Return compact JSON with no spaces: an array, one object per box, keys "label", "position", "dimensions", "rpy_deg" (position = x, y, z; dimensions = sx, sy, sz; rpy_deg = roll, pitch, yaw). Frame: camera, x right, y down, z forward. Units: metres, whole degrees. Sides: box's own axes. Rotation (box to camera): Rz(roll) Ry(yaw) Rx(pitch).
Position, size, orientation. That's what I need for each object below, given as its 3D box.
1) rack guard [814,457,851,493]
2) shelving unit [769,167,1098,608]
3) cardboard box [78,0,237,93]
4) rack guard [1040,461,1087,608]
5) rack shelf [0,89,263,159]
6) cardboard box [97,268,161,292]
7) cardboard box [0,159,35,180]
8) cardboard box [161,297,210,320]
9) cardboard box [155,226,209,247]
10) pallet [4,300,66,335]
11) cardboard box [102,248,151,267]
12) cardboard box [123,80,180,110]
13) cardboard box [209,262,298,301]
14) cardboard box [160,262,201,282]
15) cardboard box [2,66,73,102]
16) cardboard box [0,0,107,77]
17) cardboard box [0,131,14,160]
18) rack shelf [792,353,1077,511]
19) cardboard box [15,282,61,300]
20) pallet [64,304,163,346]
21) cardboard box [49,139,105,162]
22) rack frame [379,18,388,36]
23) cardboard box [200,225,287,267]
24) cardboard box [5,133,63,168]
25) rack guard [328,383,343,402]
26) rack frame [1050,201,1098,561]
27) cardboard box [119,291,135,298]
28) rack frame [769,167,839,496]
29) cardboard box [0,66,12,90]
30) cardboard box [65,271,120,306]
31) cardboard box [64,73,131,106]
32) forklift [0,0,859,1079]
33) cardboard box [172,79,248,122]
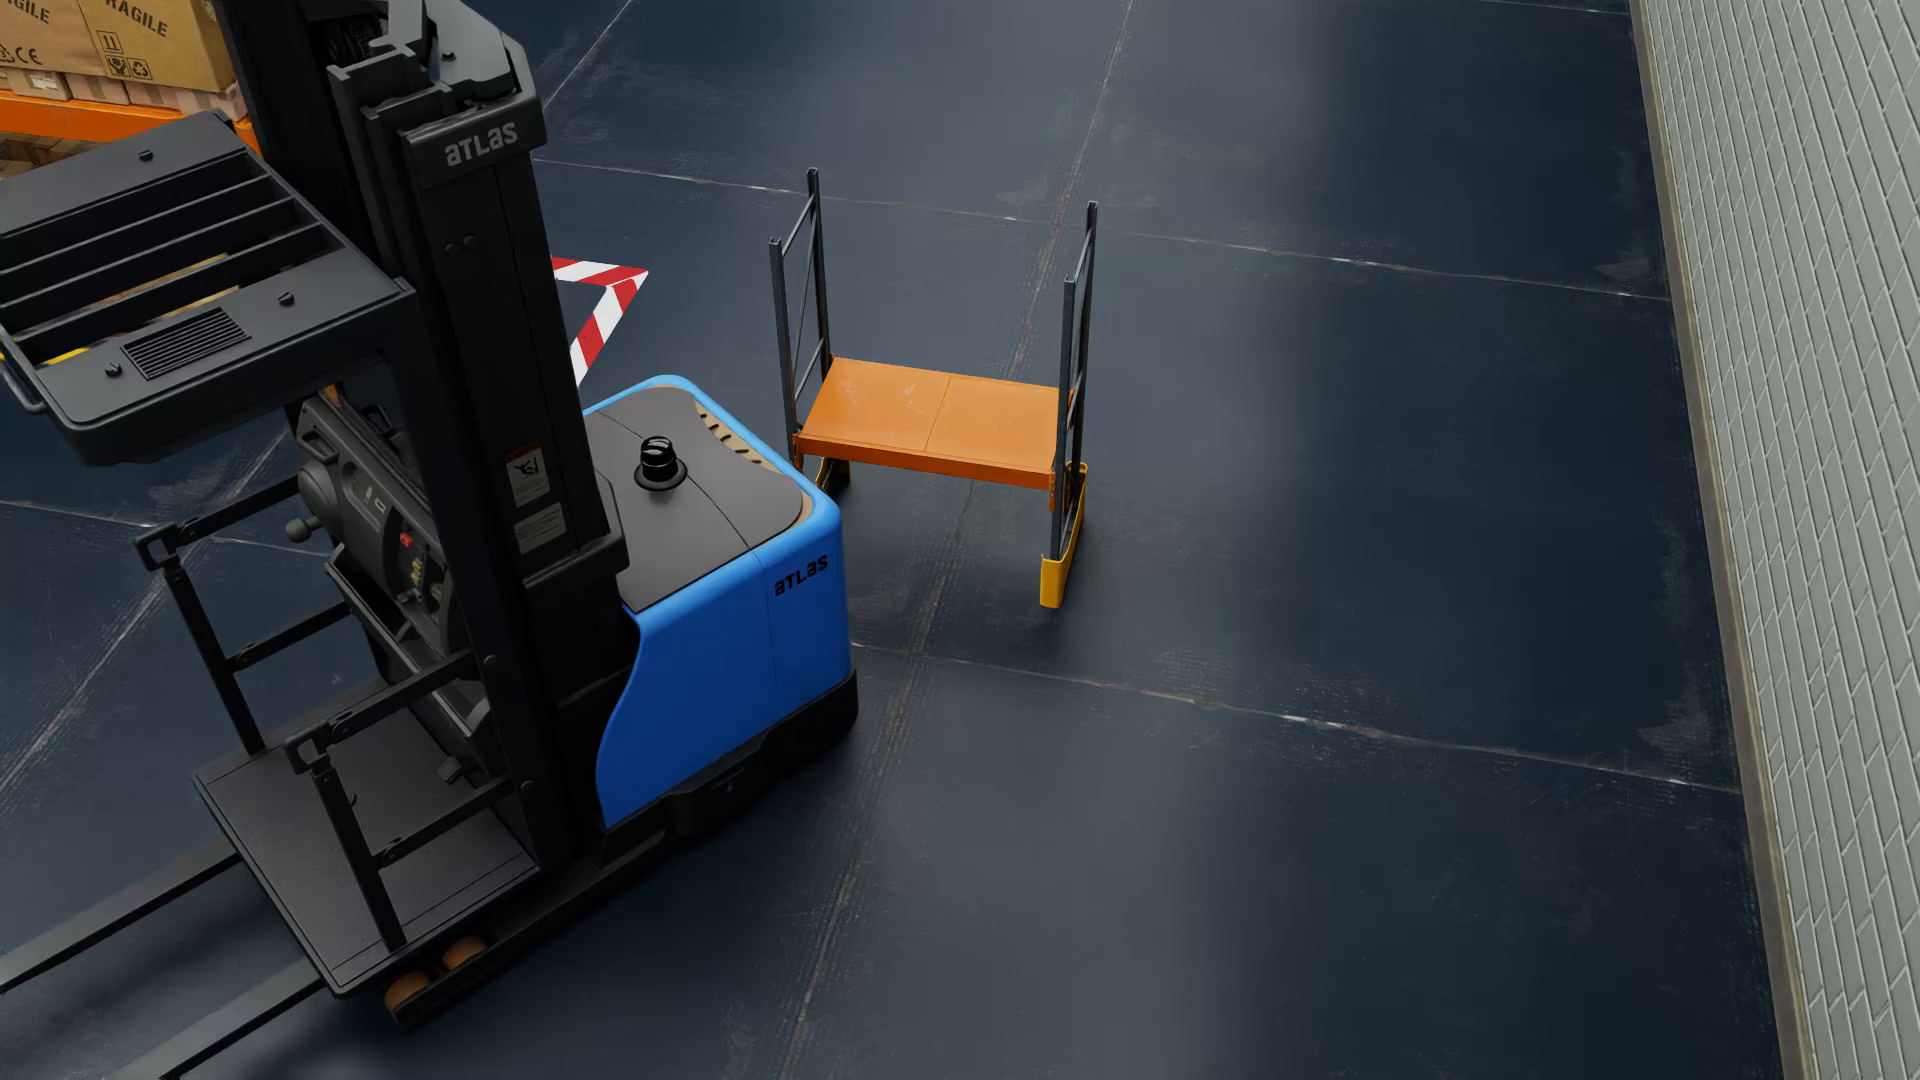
[{"label":"rack guard","position":[-0.560,-0.177,6.754],"dimensions":[0.087,0.250,0.587],"rpy_deg":[9,45,9]},{"label":"shelving unit","position":[-0.074,-0.552,6.242],"dimensions":[1.083,1.500,0.587],"rpy_deg":[9,45,9]},{"label":"cardboard box","position":[-3.055,-2.121,6.504],"dimensions":[0.500,0.500,0.500],"rpy_deg":[10,45,10]},{"label":"rack guard","position":[0.412,-0.026,6.597],"dimensions":[0.087,0.250,0.587],"rpy_deg":[9,45,9]},{"label":"rack shelf","position":[-4.512,-2.128,7.317],"dimensions":[4.000,0.370,1.077],"rpy_deg":[9,45,9]},{"label":"cardboard box","position":[-3.645,-1.280,7.455],"dimensions":[0.250,0.149,0.380],"rpy_deg":[7,44,7]},{"label":"cardboard box","position":[-4.391,-1.562,7.534],"dimensions":[0.250,0.149,0.380],"rpy_deg":[7,44,8]},{"label":"cardboard box","position":[-3.392,-1.118,7.501],"dimensions":[0.250,0.149,0.380],"rpy_deg":[10,45,10]},{"label":"cardboard box","position":[-3.365,-1.408,7.374],"dimensions":[0.250,0.149,0.380],"rpy_deg":[10,45,10]},{"label":"pallet","position":[-4.606,-1.424,8.078],"dimensions":[1.213,0.211,1.003],"rpy_deg":[9,45,9]},{"label":"cardboard box","position":[-3.645,-1.362,7.326],"dimensions":[0.250,0.149,0.380],"rpy_deg":[8,44,8]},{"label":"cardboard box","position":[-3.175,-1.915,6.758],"dimensions":[0.250,0.149,0.380],"rpy_deg":[9,45,9]},{"label":"cardboard box","position":[-3.138,-1.202,7.375],"dimensions":[0.250,0.149,0.380],"rpy_deg":[8,44,8]},{"label":"cardboard box","position":[-3.381,-1.279,7.454],"dimensions":[0.250,0.149,0.380],"rpy_deg":[8,44,8]},{"label":"cardboard box","position":[-3.677,-1.966,6.810],"dimensions":[0.250,0.149,0.380],"rpy_deg":[10,45,10]},{"label":"cardboard box","position":[-3.556,-2.203,6.589],"dimensions":[0.500,0.500,0.500],"rpy_deg":[8,45,8]},{"label":"cardboard box","position":[-4.552,-1.891,7.876],"dimensions":[0.250,0.149,0.380],"rpy_deg":[9,45,9]},{"label":"rack shelf","position":[-0.083,-0.424,6.368],"dimensions":[1.000,0.185,0.538],"rpy_deg":[9,45,9]},{"label":"cardboard box","position":[-4.138,-1.241,7.629],"dimensions":[0.250,0.149,0.380],"rpy_deg":[7,44,7]},{"label":"pallet","position":[-3.419,-1.238,7.884],"dimensions":[1.213,0.211,1.003],"rpy_deg":[9,45,9]},{"label":"cardboard box","position":[-4.039,-1.847,7.830],"dimensions":[0.250,0.149,0.380],"rpy_deg":[10,45,11]},{"label":"rack frame","position":[-2.560,-2.084,6.753],"dimensions":[0.127,3.000,1.000],"rpy_deg":[9,45,9]},{"label":"cardboard box","position":[-3.132,-1.332,7.294],"dimensions":[0.250,0.149,0.380],"rpy_deg":[9,45,10]},{"label":"cardboard box","position":[-4.286,-1.918,7.904],"dimensions":[0.250,0.149,0.380],"rpy_deg":[9,45,10]},{"label":"rack guard","position":[-2.634,-1.195,7.631],"dimensions":[0.348,0.500,1.175],"rpy_deg":[9,45,9]},{"label":"rack frame","position":[0.413,-0.476,6.163],"dimensions":[0.032,1.500,0.500],"rpy_deg":[9,45,9]},{"label":"cardboard box","position":[-3.631,-1.216,7.603],"dimensions":[0.250,0.149,0.380],"rpy_deg":[9,45,9]},{"label":"rack frame","position":[-0.579,-0.630,6.323],"dimensions":[0.032,1.500,0.500],"rpy_deg":[9,45,9]},{"label":"cardboard box","position":[-3.927,-2.025,6.872],"dimensions":[0.250,0.149,0.380],"rpy_deg":[7,44,7]},{"label":"cardboard box","position":[-3.875,-1.244,7.633],"dimensions":[0.250,0.149,0.380],"rpy_deg":[9,45,9]},{"label":"cardboard box","position":[-3.423,-1.943,6.787],"dimensions":[0.250,0.149,0.380],"rpy_deg":[8,45,9]},{"label":"forklift","position":[-1.810,0.034,4.601],"dimensions":[3.031,2.935,1.130],"rpy_deg":[-31,52,-28]},{"label":"cardboard box","position":[-2.940,-1.852,6.692],"dimensions":[0.250,0.149,0.380],"rpy_deg":[9,45,9]}]
